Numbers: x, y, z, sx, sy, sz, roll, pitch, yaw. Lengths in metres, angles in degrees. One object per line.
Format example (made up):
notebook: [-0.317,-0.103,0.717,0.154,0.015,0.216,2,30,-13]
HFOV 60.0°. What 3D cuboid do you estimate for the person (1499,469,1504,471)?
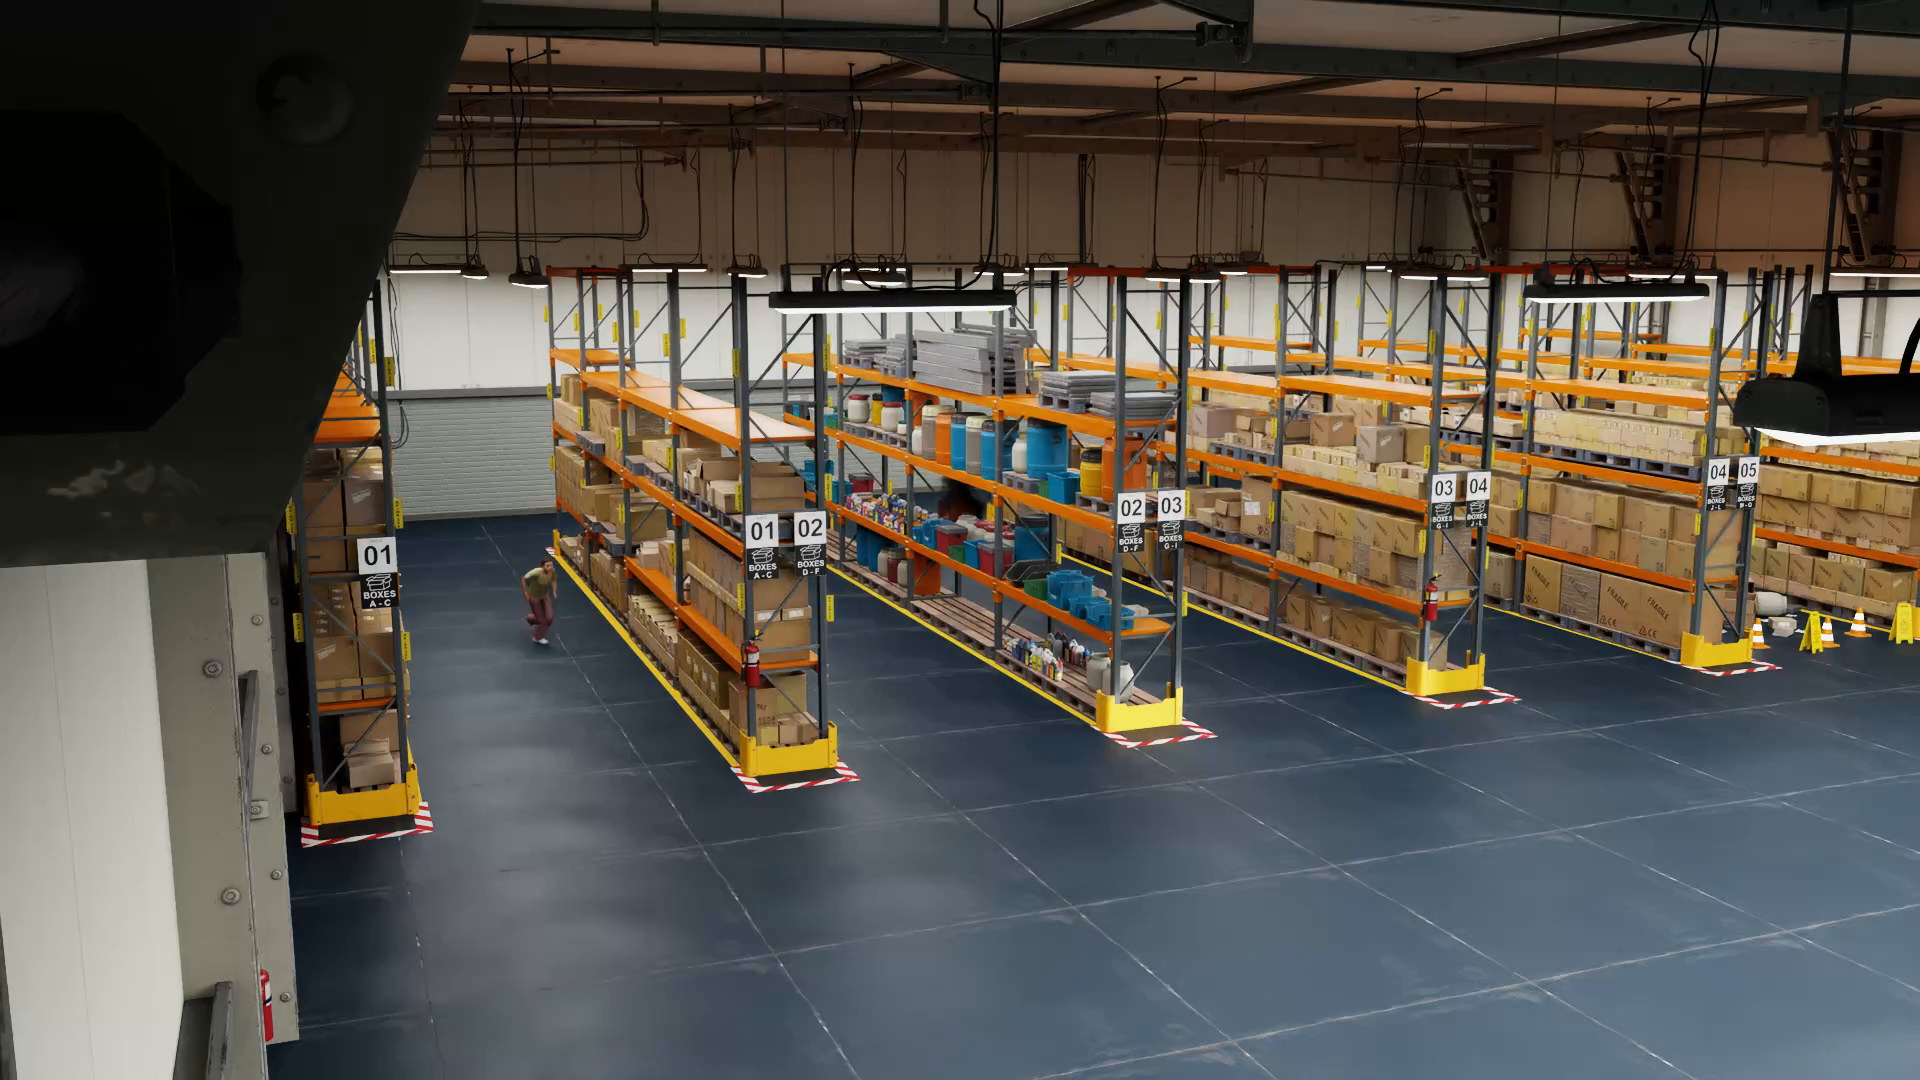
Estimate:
person: [11.304,-0.610,34.923,0.686,1.740,1.063,-6,11,-30]

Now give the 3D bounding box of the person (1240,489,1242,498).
person: [6.107,-0.545,35.106,0.602,1.589,0.738,-1,10,-7]

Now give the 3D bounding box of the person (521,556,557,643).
person: [-6.859,0.953,26.981,0.597,1.484,0.869,-9,13,-41]

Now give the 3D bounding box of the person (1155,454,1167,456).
person: [4.621,-1.267,38.950,0.709,1.732,0.623,-3,10,-17]
